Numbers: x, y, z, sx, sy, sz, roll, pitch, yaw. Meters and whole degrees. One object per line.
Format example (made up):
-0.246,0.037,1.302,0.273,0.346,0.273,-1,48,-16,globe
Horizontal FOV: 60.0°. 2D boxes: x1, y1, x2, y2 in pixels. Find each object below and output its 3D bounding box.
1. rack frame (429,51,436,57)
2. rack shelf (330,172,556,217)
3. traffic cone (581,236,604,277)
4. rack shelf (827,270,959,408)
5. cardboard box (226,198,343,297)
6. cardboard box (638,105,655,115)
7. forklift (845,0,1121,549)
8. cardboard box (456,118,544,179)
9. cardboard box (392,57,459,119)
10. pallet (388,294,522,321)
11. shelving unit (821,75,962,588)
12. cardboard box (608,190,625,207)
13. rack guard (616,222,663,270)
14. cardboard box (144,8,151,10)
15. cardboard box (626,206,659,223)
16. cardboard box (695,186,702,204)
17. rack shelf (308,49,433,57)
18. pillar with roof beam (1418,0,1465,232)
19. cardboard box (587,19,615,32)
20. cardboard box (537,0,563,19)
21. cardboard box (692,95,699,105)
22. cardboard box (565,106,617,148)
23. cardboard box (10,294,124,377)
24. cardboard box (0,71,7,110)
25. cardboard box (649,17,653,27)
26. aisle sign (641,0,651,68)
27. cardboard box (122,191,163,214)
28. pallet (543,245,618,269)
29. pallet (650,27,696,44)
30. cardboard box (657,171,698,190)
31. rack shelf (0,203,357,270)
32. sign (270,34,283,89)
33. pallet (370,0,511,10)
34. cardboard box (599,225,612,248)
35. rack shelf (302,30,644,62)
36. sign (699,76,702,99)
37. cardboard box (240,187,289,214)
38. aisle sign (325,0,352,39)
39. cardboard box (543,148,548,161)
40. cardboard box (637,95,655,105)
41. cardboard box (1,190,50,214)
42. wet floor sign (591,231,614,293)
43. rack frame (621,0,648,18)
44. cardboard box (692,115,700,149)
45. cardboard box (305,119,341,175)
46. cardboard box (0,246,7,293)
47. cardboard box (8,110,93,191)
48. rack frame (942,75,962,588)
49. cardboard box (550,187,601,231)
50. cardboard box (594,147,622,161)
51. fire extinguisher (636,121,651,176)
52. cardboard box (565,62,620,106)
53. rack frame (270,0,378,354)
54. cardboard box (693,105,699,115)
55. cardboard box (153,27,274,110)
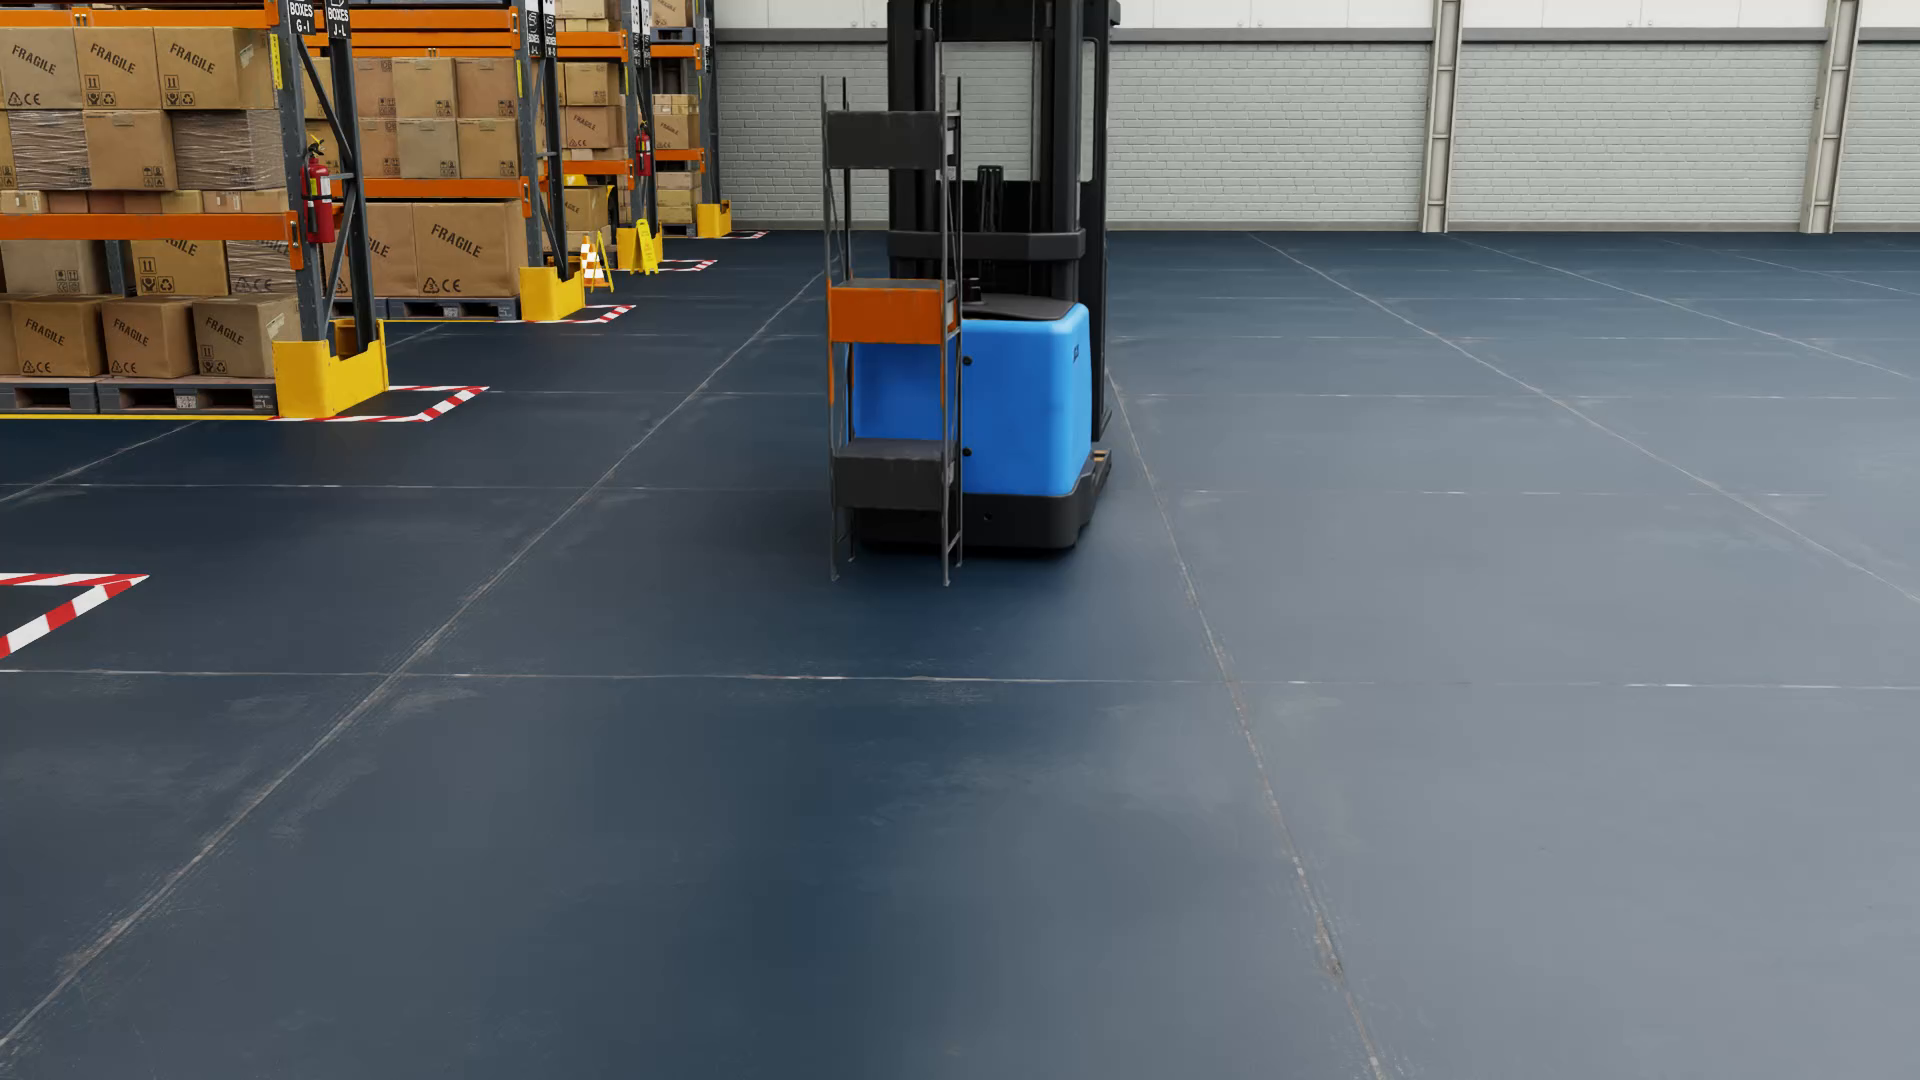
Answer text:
-7.826,-6.212,25.506,0.127,3.000,1.000,0,15,1,rack frame
-5.975,-3.323,15.963,4.000,0.370,1.077,0,15,1,rack shelf
-4.413,-3.368,19.697,0.334,0.463,0.336,0,15,1,traffic cone
-0.273,-0.857,7.026,0.480,0.518,0.431,2,15,9,rack shelf
-6.446,-2.832,16.037,0.875,0.875,0.875,0,15,2,cardboard box
-4.695,-6.490,25.093,0.250,0.149,0.380,1,15,2,cardboard box
0.228,-1.706,8.562,1.130,2.935,3.031,2,15,9,forklift
-4.347,-3.721,15.769,0.550,0.550,0.875,0,15,1,cardboard box
-4.897,-4.244,15.636,0.550,0.550,0.875,0,15,1,cardboard box
-4.777,-2.294,16.122,1.213,0.211,1.003,0,15,1,pallet
-0.273,-0.870,7.023,0.503,2.100,0.431,2,15,9,shelving unit
-5.339,-5.229,25.366,0.500,0.250,0.500,0,15,0,cardboard box
-4.026,-3.712,20.930,0.348,0.500,1.175,0,15,1,rack guard
-9.552,-6.502,20.197,0.500,0.250,0.500,1,15,2,cardboard box
-4.802,-4.988,25.432,0.500,0.250,0.500,0,15,1,cardboard box
-4.292,-5.357,25.853,0.500,0.250,0.500,1,15,2,cardboard box
-9.825,-7.328,25.265,4.000,0.370,1.077,0,15,1,rack shelf
7.386,-8.145,21.073,0.400,9.000,9.100,0,15,1,pillar with roof beam
-4.314,-6.180,19.997,0.250,0.149,0.380,0,15,2,cardboard box
-4.971,-6.384,19.987,0.500,0.250,0.500,0,15,1,cardboard box
-4.157,-6.749,25.489,0.250,0.149,0.380,0,15,0,cardboard box
-4.500,-5.046,20.306,0.500,0.500,0.500,0,15,0,cardboard box
-6.051,-1.400,11.343,0.500,0.500,0.500,2,15,7,cardboard box
-6.259,-3.020,10.669,0.500,0.500,0.500,0,15,1,cardboard box
-4.663,-7.694,24.717,0.250,0.149,0.380,0,15,0,cardboard box
-3.880,-6.256,20.576,0.004,0.787,0.394,0,15,1,aisle sign
-5.244,-2.217,10.854,0.250,0.149,0.380,0,15,1,cardboard box
-4.837,-3.587,21.021,1.213,0.211,1.003,0,15,1,pallet
-4.533,-7.605,25.079,1.213,0.211,1.003,0,15,1,pallet
-4.295,-5.467,25.287,0.500,0.250,0.500,1,15,3,cardboard box
-6.202,-2.058,11.172,4.000,0.370,1.077,0,15,1,rack shelf
-4.237,-2.964,10.307,0.005,0.325,0.100,0,15,1,sign
-4.717,-5.067,15.459,1.213,0.211,1.003,0,15,1,pallet
-4.749,-3.870,21.194,0.500,0.250,0.500,0,15,1,cardboard box
-5.949,-6.036,20.368,4.000,0.370,1.077,0,15,1,rack shelf
-3.855,-6.722,24.705,0.005,0.325,0.100,0,15,1,sign
-4.493,-2.221,10.870,0.250,0.149,0.380,0,15,1,cardboard box
-4.133,-3.726,10.987,0.004,0.787,0.394,0,15,1,aisle sign
-5.099,-4.721,20.347,0.250,0.149,0.380,1,15,2,cardboard box
-4.700,-6.629,25.036,0.250,0.149,0.380,1,15,3,cardboard box
-5.995,-2.204,10.806,0.250,0.149,0.380,0,15,1,cardboard box
-3.896,-3.024,18.036,0.232,0.644,0.267,-2,15,-8,wet floor sign
-3.950,-7.821,19.844,0.127,3.000,1.000,0,15,1,rack frame
-4.315,-6.309,25.675,0.500,0.500,0.500,1,15,3,cardboard box
-5.985,-3.747,15.869,0.500,0.550,0.875,0,15,1,cardboard box
-9.561,-2.787,16.110,0.750,0.750,1.050,0,15,1,cardboard box
-5.754,-2.583,10.970,0.500,0.500,0.875,0,15,1,cardboard box
-0.032,-0.860,6.983,0.015,2.100,0.400,2,15,9,rack frame
-4.758,-4.095,20.579,0.500,0.500,0.500,0,15,2,cardboard box
-4.329,-4.747,20.444,0.250,0.149,0.380,1,15,3,cardboard box
-3.847,-4.765,20.171,0.183,0.674,0.296,0,15,1,fire extinguisher
-4.466,-5.544,20.233,0.500,0.500,0.700,0,15,0,cardboard box
-4.203,-2.393,11.031,0.127,3.000,1.000,0,15,1,rack frame
-4.159,-6.617,25.571,0.250,0.149,0.380,0,15,0,cardboard box
-4.759,-3.009,10.627,0.500,0.500,0.500,0,15,1,cardboard box
